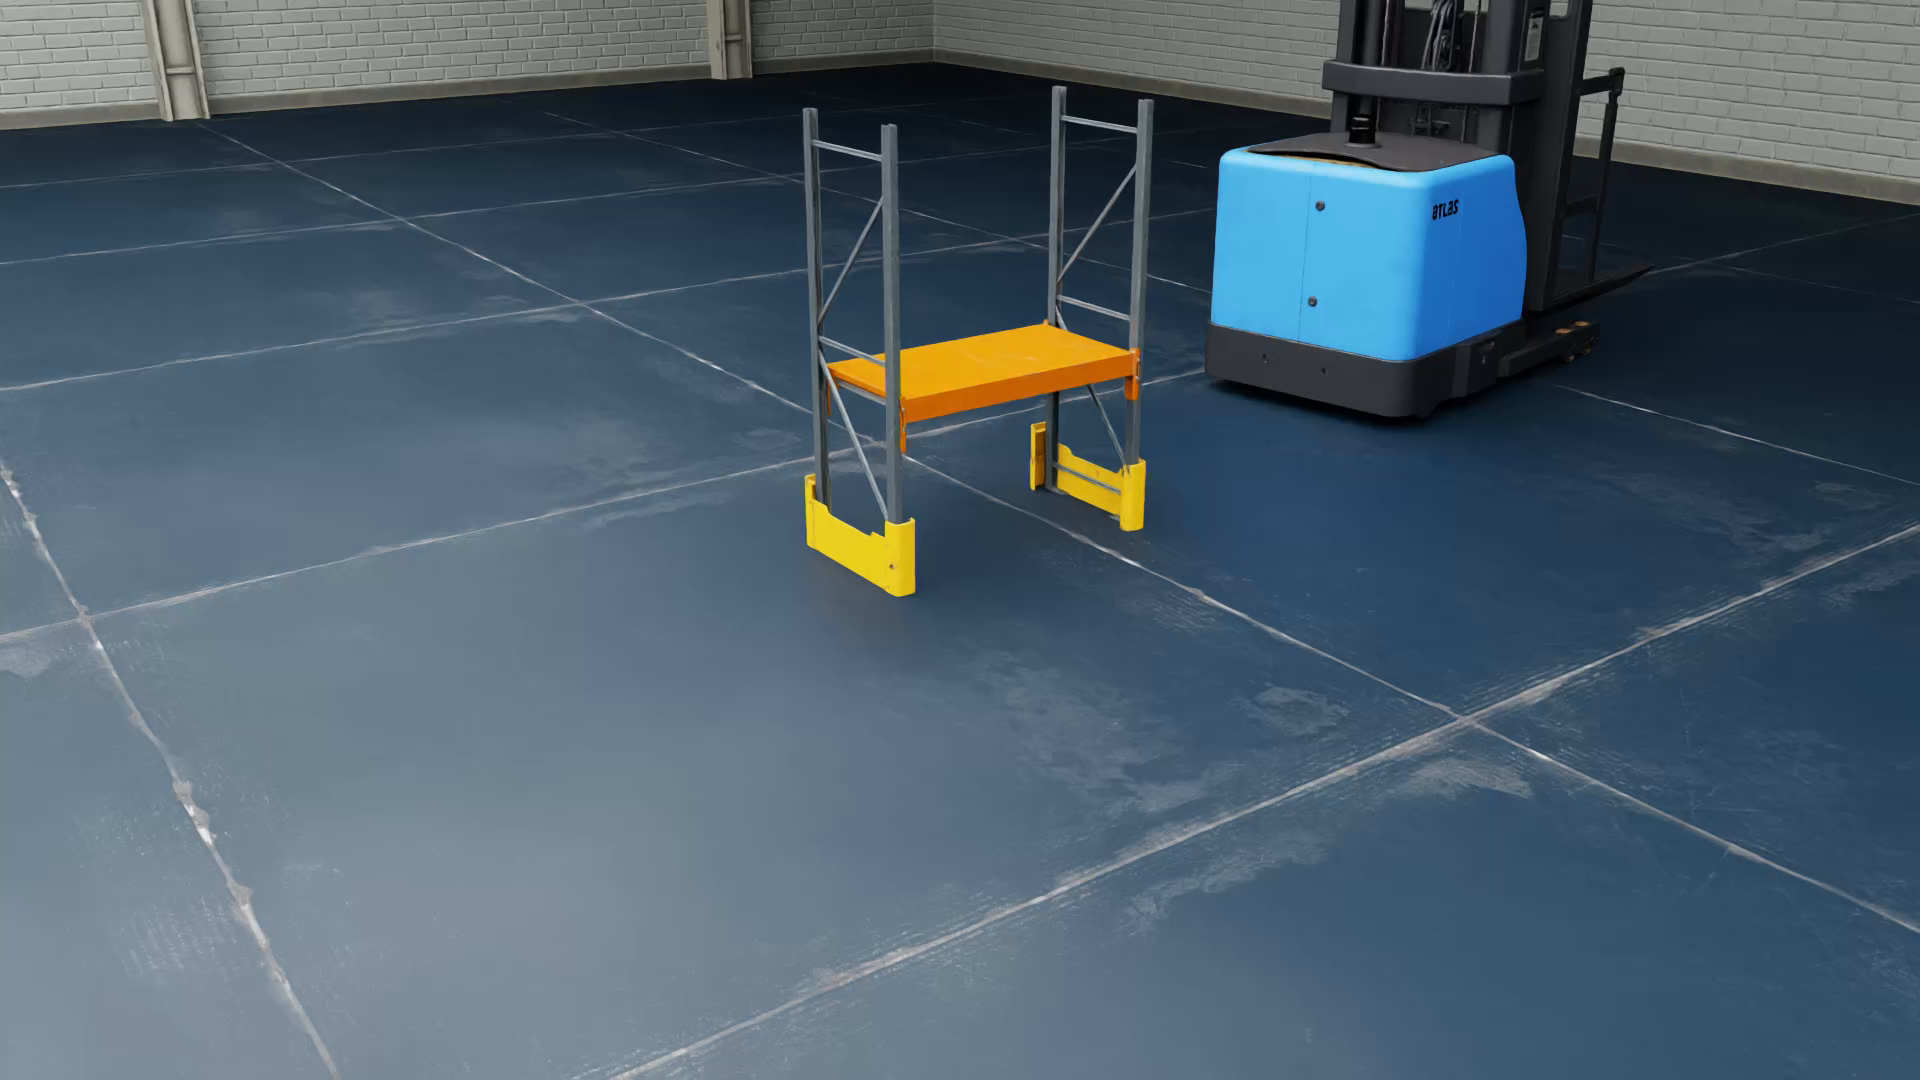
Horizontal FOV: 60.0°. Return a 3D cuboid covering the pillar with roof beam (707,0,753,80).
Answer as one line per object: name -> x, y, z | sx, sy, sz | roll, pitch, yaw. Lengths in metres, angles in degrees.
pillar with roof beam -> -0.154, -8.290, 14.530 | 0.400, 9.000, 9.100 | -15, 26, -33

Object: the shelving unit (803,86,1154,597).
shelving unit -> 0.062, -0.713, 5.660 | 1.083, 1.500, 0.587 | -15, 26, -33

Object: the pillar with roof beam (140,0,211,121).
pillar with roof beam -> -5.024, -6.992, 11.276 | 0.400, 9.000, 9.100 | -15, 26, -33

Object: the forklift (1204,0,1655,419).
forklift -> 2.503, -2.336, 7.796 | 1.130, 2.935, 3.031 | 19, 29, 40

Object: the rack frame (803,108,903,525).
rack frame -> -0.343, -0.605, 5.389 | 0.032, 1.500, 0.500 | -15, 26, -33

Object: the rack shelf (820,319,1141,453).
rack shelf -> 0.069, -0.548, 5.731 | 1.000, 0.185, 0.538 | -15, 26, -33

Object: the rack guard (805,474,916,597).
rack guard -> -0.342, -0.025, 5.621 | 0.087, 0.250, 0.587 | -15, 26, -33

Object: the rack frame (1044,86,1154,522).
rack frame -> 0.482, -0.825, 5.940 | 0.032, 1.500, 0.500 | -15, 26, -33

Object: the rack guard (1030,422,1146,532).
rack guard -> 0.466, -0.240, 6.162 | 0.087, 0.250, 0.587 | -15, 26, -33
